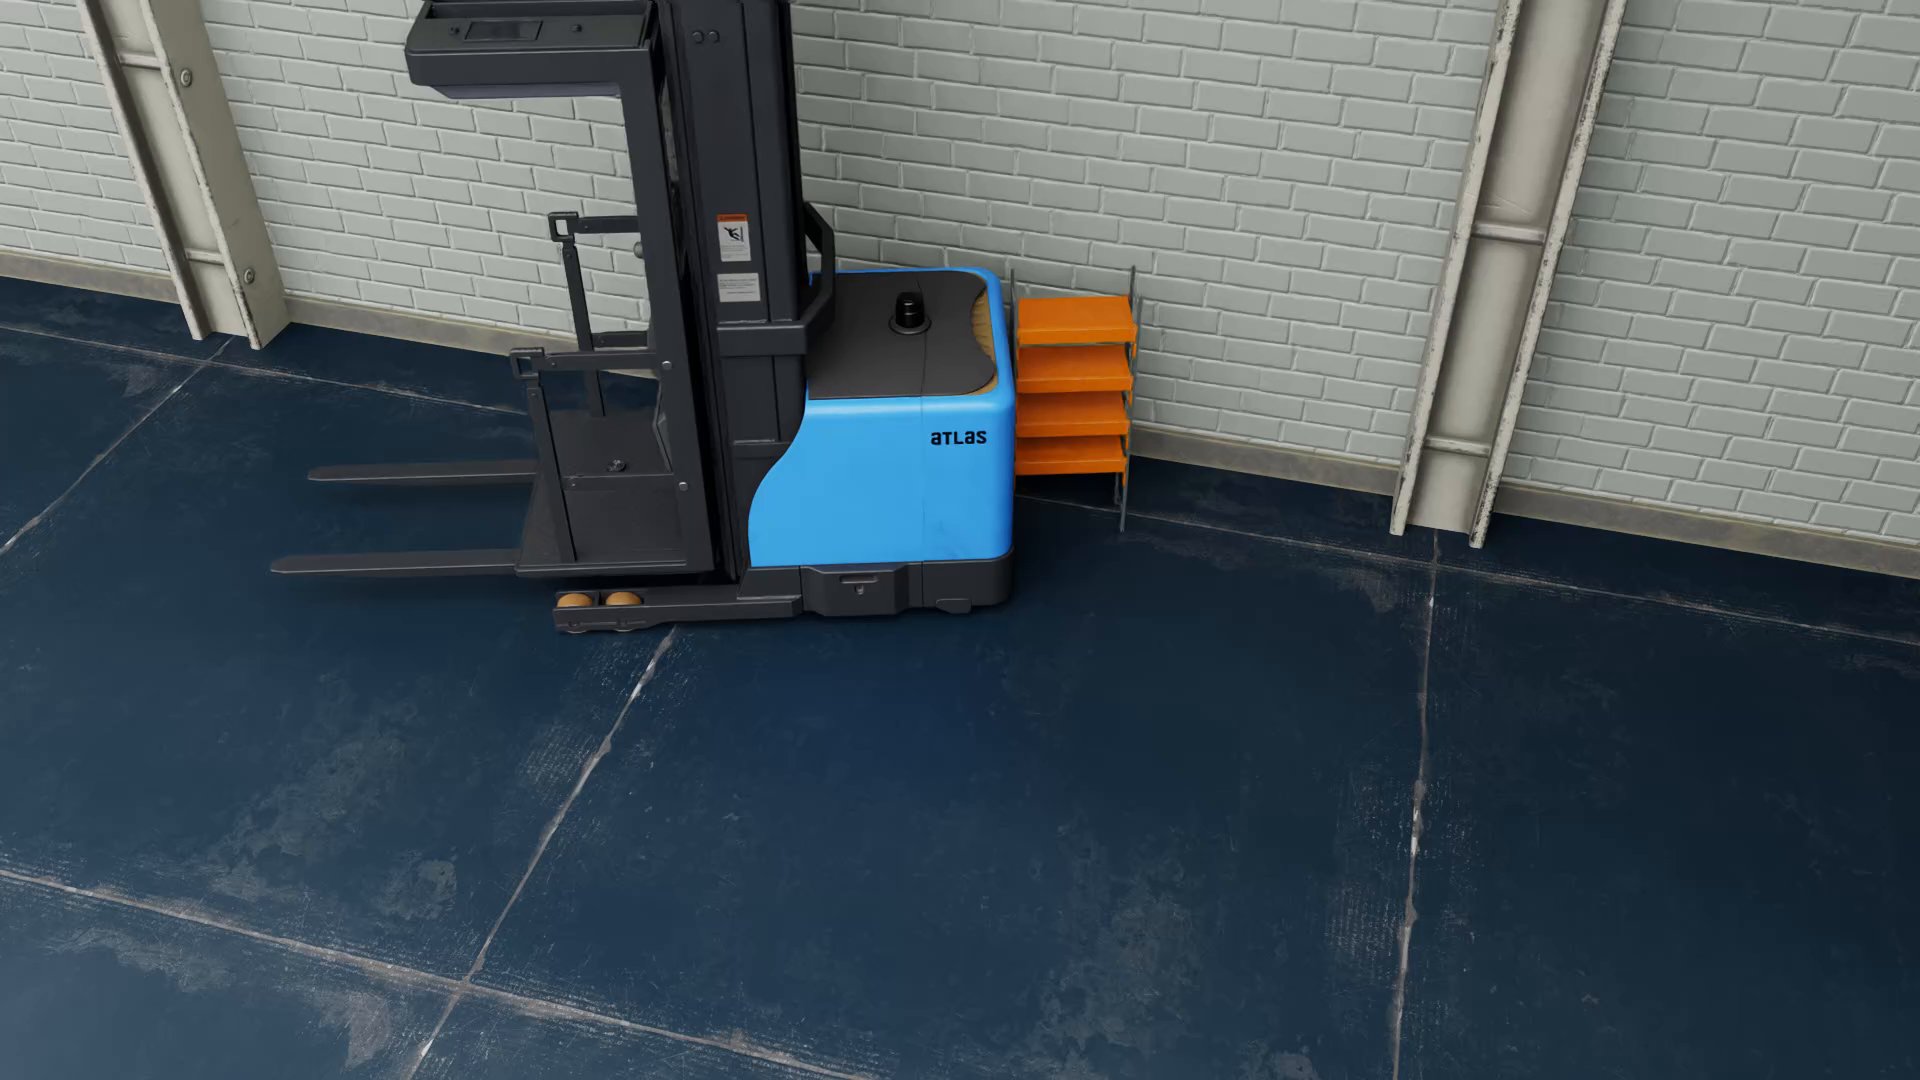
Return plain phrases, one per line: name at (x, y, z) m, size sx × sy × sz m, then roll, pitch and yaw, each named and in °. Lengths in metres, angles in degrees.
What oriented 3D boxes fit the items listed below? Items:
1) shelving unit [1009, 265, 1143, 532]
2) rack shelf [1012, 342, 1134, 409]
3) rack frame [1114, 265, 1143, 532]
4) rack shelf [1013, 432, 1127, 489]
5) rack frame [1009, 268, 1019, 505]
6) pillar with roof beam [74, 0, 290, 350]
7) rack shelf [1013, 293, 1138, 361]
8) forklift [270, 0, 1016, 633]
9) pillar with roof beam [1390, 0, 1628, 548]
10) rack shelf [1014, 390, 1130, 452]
shelving unit at (0.461, -0.563, 6.988) m, size 0.503 × 1.200 × 0.258 m, roll -2°, pitch 40°, yaw -2°
rack shelf at (0.461, -0.683, 6.887) m, size 0.480 × 0.148 × 0.258 m, roll -2°, pitch 40°, yaw -2°
rack frame at (0.704, -0.571, 6.997) m, size 0.015 × 1.200 × 0.240 m, roll -2°, pitch 40°, yaw -2°
rack shelf at (0.461, -0.360, 7.158) m, size 0.480 × 0.148 × 0.258 m, roll -2°, pitch 40°, yaw -2°
rack frame at (0.217, -0.555, 6.978) m, size 0.015 × 1.200 × 0.240 m, roll -2°, pitch 40°, yaw -2°
pillar with roof beam at (-4.795, -1.860, 2.467) m, size 0.400 × 9.000 × 9.100 m, roll 10°, pitch 41°, yaw 11°
rack shelf at (0.461, -0.864, 6.735) m, size 0.480 × 0.148 × 0.258 m, roll -2°, pitch 40°, yaw -2°
forklift at (-1.311, -1.091, 6.270) m, size 3.031 × 2.935 × 1.130 m, roll -2°, pitch 40°, yaw -2°
pillar with roof beam at (1.001, -0.862, 1.280) m, size 0.400 × 9.000 × 9.100 m, roll 10°, pitch 41°, yaw 11°
rack shelf at (0.461, -0.512, 7.031) m, size 0.480 × 0.148 × 0.258 m, roll -2°, pitch 40°, yaw -2°
